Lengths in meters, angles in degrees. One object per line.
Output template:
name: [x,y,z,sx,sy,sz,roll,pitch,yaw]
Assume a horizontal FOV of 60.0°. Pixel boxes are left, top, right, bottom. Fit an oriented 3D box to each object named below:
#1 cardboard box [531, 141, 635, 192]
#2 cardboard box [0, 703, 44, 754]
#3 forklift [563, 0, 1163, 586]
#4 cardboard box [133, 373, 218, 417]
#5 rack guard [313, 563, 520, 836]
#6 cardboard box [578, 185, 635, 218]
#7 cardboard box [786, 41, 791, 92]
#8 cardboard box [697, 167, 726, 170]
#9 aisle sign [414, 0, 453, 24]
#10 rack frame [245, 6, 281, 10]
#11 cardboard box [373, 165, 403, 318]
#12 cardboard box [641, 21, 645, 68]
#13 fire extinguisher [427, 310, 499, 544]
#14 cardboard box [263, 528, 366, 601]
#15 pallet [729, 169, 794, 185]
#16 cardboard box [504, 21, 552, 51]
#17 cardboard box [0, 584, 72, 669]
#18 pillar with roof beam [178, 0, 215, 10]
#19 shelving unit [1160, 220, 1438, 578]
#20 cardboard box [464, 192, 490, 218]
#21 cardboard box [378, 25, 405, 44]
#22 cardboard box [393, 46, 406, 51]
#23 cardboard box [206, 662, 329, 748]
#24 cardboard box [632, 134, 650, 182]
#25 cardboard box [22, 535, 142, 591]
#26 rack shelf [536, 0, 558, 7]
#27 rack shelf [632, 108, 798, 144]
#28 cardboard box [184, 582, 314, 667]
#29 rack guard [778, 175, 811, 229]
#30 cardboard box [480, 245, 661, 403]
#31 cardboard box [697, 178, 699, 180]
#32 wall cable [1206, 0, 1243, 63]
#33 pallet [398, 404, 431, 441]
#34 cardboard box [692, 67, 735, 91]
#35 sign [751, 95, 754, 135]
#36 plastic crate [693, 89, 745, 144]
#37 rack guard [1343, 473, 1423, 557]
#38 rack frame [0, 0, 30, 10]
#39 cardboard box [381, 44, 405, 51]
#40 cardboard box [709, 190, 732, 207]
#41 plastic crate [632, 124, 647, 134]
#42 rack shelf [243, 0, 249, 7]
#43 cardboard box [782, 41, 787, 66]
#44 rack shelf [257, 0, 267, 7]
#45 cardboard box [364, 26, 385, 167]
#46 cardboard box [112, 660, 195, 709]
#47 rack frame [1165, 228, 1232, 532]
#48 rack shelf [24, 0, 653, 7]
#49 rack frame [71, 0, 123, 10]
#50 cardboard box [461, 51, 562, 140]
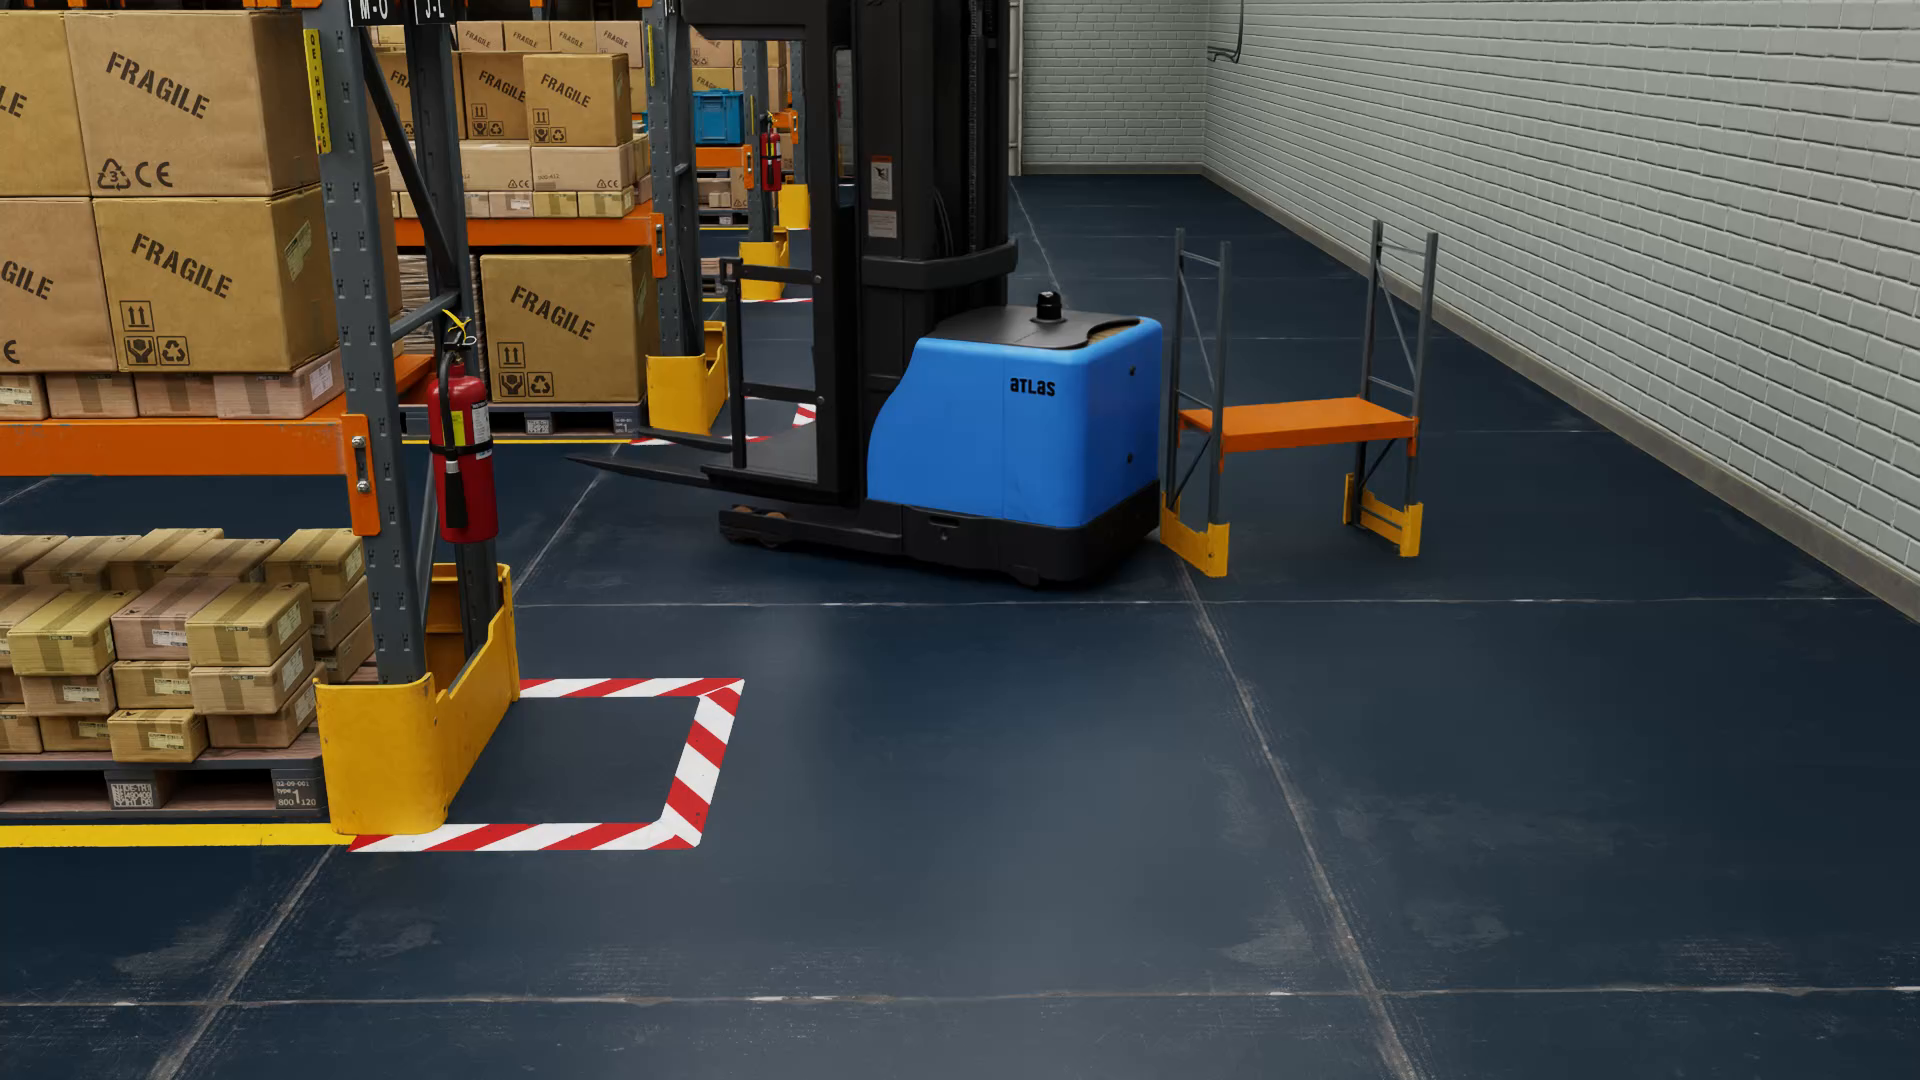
cardboard box: [-2.195,-2.190,9.722,0.500,0.250,0.500,-1,18,-2]
cardboard box: [-3.028,0.548,5.407,0.250,0.149,0.380,0,18,0]
forklift: [-0.583,-1.493,7.904,3.031,2.935,1.130,9,20,27]
cardboard box: [-2.308,-0.490,5.077,0.250,0.149,0.380,0,18,-1]
rack guard: [-1.813,0.503,5.661,0.348,0.500,1.175,0,18,-1]
cardboard box: [-2.065,-1.981,9.724,0.250,0.149,0.380,0,18,0]
cardboard box: [-2.459,-6.879,24.090,0.700,0.700,0.980,1,18,2]
cardboard box: [-3.651,-5.712,24.349,0.500,0.500,0.700,-1,18,-3]
aisle sign: [-1.669,-2.018,5.170,0.004,0.787,0.394,0,18,-1]
rack frame: [-9.948,-6.703,24.032,0.127,3.000,1.000,0,18,-1]
cardboard box: [-2.191,-0.959,5.476,0.500,0.500,0.500,1,18,2]
cardboard box: [-3.331,-5.660,18.979,0.500,0.500,0.500,0,18,1]
fire extinguisher: [-1.478,-0.334,4.914,0.183,0.674,0.296,0,18,-1]
cardboard box: [-2.267,0.085,5.877,0.250,0.149,0.380,-1,18,-3]
pallet: [-2.747,-5.386,24.492,1.213,0.211,1.003,0,18,-1]
cardboard box: [-4.875,-5.652,18.956,0.500,0.500,0.500,-1,18,-3]
cardboard box: [-3.032,0.272,5.295,0.250,0.149,0.380,-1,18,-3]
pillar with roof beam: [-11.194,-8.503,19.821,0.400,9.000,9.100,0,18,-1]
shelving unit: [1.561,-0.675,7.696,1.083,1.500,0.587,-6,19,-17]
cardboard box: [-2.827,-1.978,9.713,0.250,0.149,0.380,0,18,0]
cardboard box: [-7.943,-7.193,23.649,0.500,0.250,0.500,-1,18,-2]
cardboard box: [-6.344,-5.523,19.503,0.500,0.500,0.700,-6,19,-19]
cardboard box: [-2.260,0.536,5.446,0.250,0.149,0.380,0,18,0]
cardboard box: [-2.199,-2.353,10.232,0.500,0.250,0.500,-1,18,-2]
cardboard box: [-3.041,0.112,5.794,0.250,0.149,0.380,-1,18,-4]
rack shelf: [-3.949,-7.818,23.774,4.000,0.370,1.077,0,18,-1]
rack shelf: [-3.867,-4.876,19.516,4.000,0.370,1.077,0,18,-1]
cardboard box: [-2.263,0.266,5.312,0.250,0.149,0.380,0,18,0]
rack guard: [-1.943,-4.038,19.817,0.348,0.500,1.175,0,18,-1]
cardboard box: [-2.353,-1.364,10.179,0.875,0.875,0.875,0,18,-1]
cardboard box: [-3.415,-4.208,20.036,0.500,0.250,0.500,0,18,-1]
wall cable: [3.712,-8.038,23.455,0.112,2.526,3.097,0,18,-1]
pallet: [-3.730,-0.843,10.328,1.213,0.211,1.003,0,18,-1]
cardboard box: [-2.829,-5.187,19.144,0.500,0.500,0.500,0,18,0]
sign: [-1.768,-3.626,14.172,0.005,0.325,0.100,0,18,-1]
plastic crate: [-2.125,-3.703,14.523,0.499,0.435,0.616,0,18,-1]
rack guard: [2.035,-0.126,8.031,0.087,0.250,0.587,-6,19,-17]
rack frame: [-5.714,-2.184,9.944,0.127,3.000,1.000,0,18,-1]
cardboard box: [-7.918,-6.833,23.753,0.500,0.500,0.500,0,18,1]
cardboard box: [-2.813,-4.037,19.639,0.250,0.166,0.380,0,18,-1]
plastic crate: [-2.895,-3.563,14.576,0.243,0.136,0.396,0,18,-1]
rack shelf: [-11.948,-7.779,23.654,4.000,0.370,1.077,0,18,-1]
cardboard box: [-2.315,-5.831,19.513,0.500,0.500,0.500,0,18,1]
rack shelf: [-7.792,-4.773,14.282,4.000,0.370,1.077,0,18,-1]
cardboard box: [-2.190,-1.432,5.313,0.500,0.500,0.500,0,18,-1]
cardboard box: [-2.523,0.403,5.374,0.250,0.149,0.380,-1,18,-2]
rack frame: [1.069,-0.626,7.545,0.032,1.500,0.500,-6,19,-17]
rack shelf: [-3.714,-3.279,9.626,4.000,0.370,1.077,0,18,-1]
rack frame: [-9.866,-5.190,19.316,0.127,3.000,1.000,0,18,-1]
cardboard box: [-2.699,-2.708,10.110,0.500,0.500,0.500,-1,18,-2]
